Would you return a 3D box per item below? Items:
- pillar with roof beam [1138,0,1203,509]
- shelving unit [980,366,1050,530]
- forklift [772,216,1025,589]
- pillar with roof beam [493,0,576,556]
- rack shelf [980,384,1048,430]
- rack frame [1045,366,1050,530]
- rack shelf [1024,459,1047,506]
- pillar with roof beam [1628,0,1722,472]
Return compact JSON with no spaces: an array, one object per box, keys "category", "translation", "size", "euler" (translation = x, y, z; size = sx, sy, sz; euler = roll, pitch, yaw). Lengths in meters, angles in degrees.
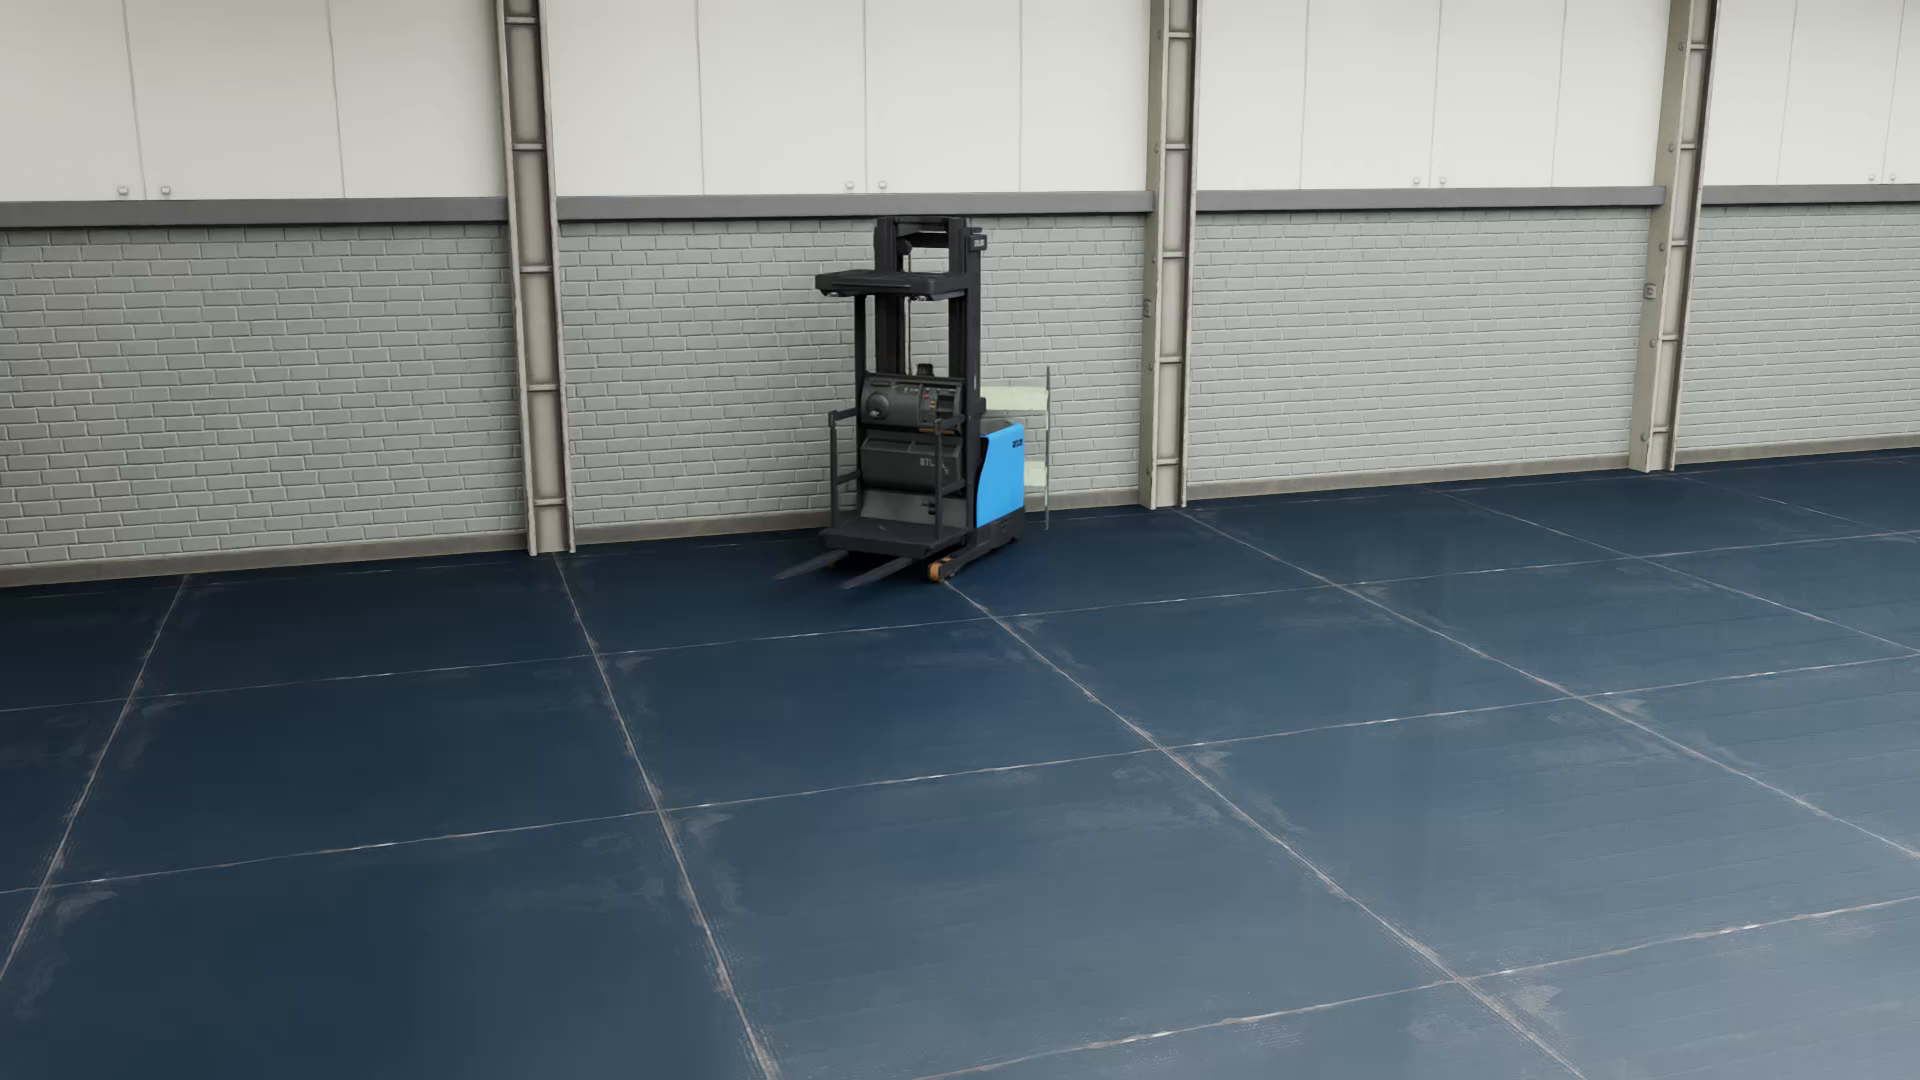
[{"category":"pillar with roof beam","translation":[3.406,-3.787,11.723],"size":[0.400,9.000,9.100],"euler":[-4,14,-18]},{"category":"shelving unit","translation":[0.460,-0.869,15.663],"size":[0.755,1.500,0.431],"euler":[0,13,2]},{"category":"forklift","translation":[-0.505,-1.188,13.909],"size":[1.130,2.935,3.031],"euler":[6,15,25]},{"category":"pillar with roof beam","translation":[-2.281,-3.344,9.861],"size":[0.400,9.000,9.100],"euler":[-4,14,-18]},{"category":"rack shelf","translation":[0.460,-1.249,15.573],"size":[0.720,0.370,0.431],"euler":[0,13,2]},{"category":"rack frame","translation":[0.826,-0.867,15.653],"size":[0.023,1.500,0.400],"euler":[0,13,2]},{"category":"rack shelf","translation":[0.460,-0.552,15.738],"size":[0.720,0.370,0.431],"euler":[0,13,2]},{"category":"pillar with roof beam","translation":[9.092,-4.229,13.585],"size":[0.400,9.000,9.100],"euler":[-4,14,-18]}]
